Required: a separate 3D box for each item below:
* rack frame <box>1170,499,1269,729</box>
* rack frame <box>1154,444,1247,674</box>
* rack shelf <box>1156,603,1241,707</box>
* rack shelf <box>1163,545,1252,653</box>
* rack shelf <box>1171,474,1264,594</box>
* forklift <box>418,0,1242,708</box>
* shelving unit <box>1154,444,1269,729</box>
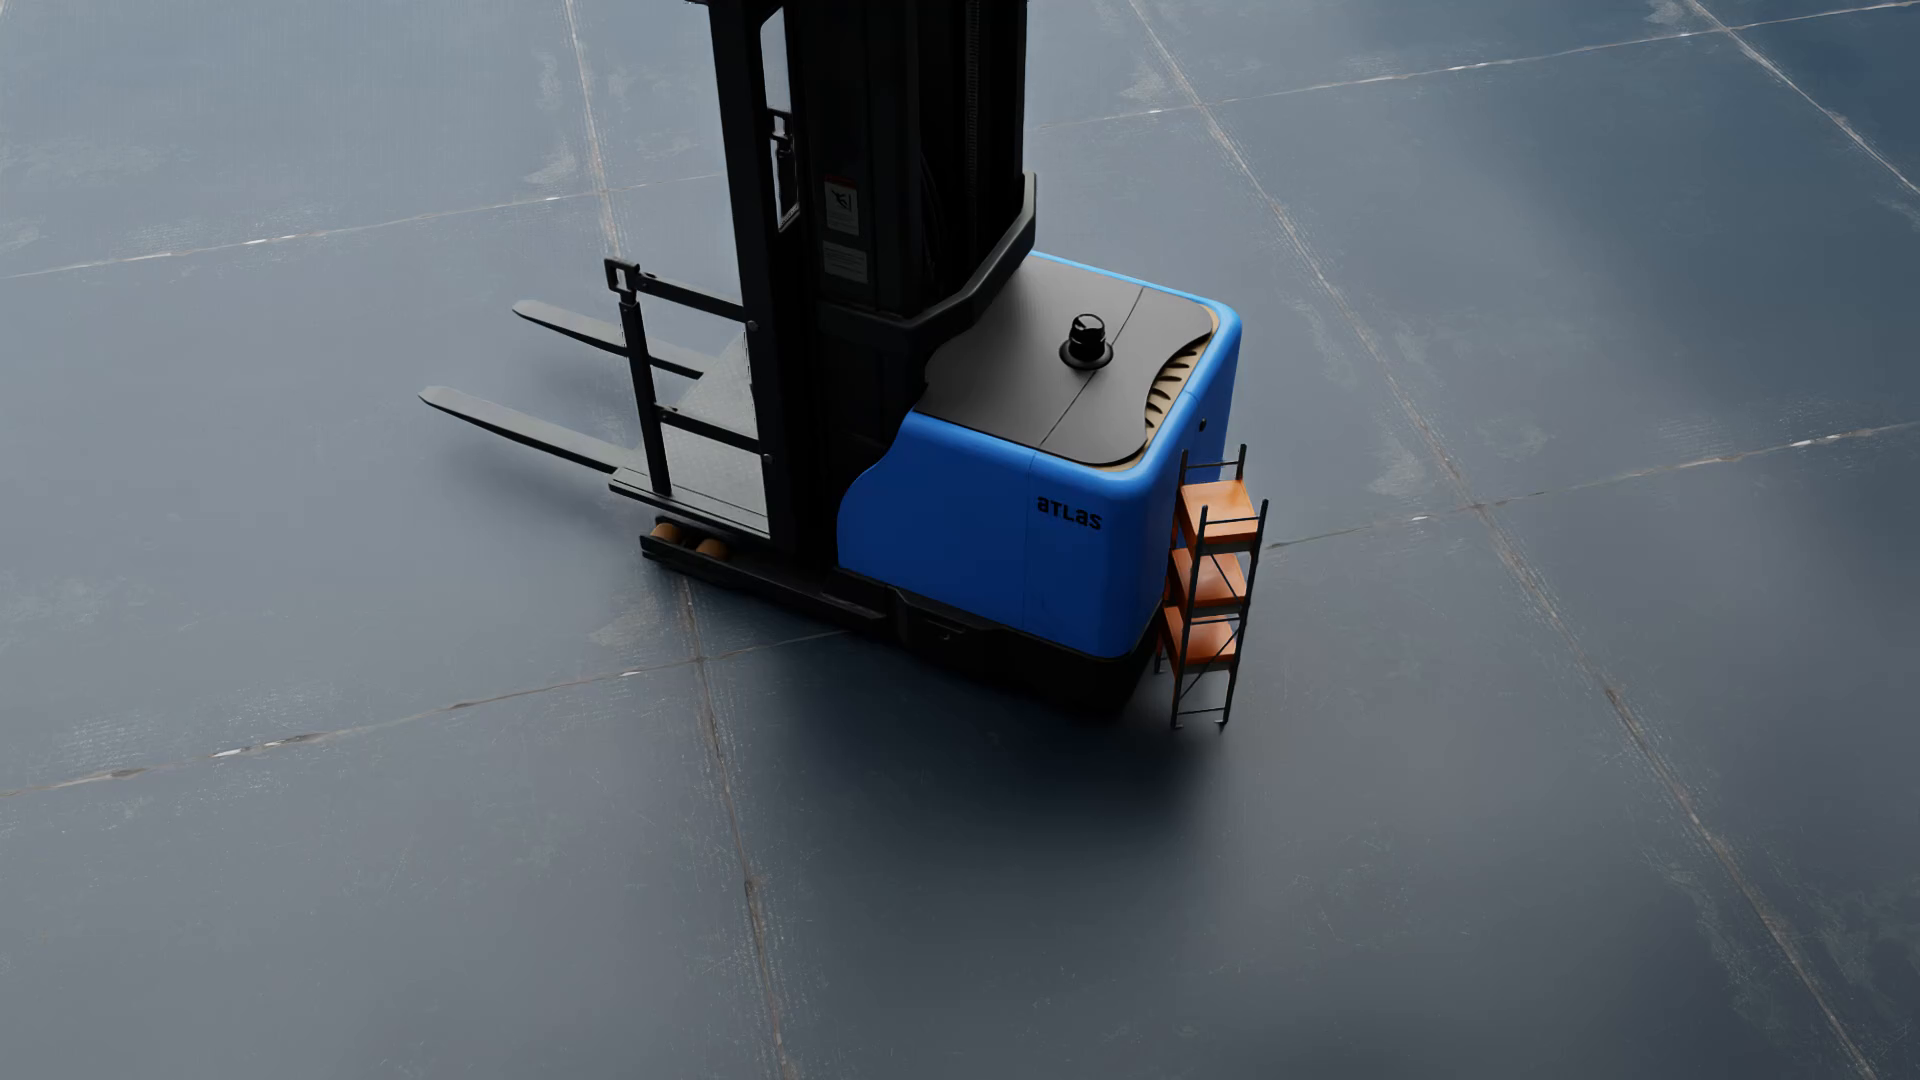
[{"bbox_3d":[0.810,0.258,5.262,0.200,1.050,0.008,-6,46,-6],"label":"rack frame"},{"bbox_3d":[0.775,0.086,5.431,0.200,1.050,0.008,-6,46,-6],"label":"rack frame"},{"bbox_3d":[0.792,0.374,5.552,0.215,0.259,0.240,-6,46,-6],"label":"rack shelf"},{"bbox_3d":[0.792,0.180,5.354,0.215,0.259,0.240,-6,46,-6],"label":"rack shelf"},{"bbox_3d":[0.792,-0.019,5.151,0.215,0.259,0.240,-6,46,-6],"label":"rack shelf"},{"bbox_3d":[-0.608,-1.187,5.361,3.031,2.935,1.130,19,48,17],"label":"forklift"},{"bbox_3d":[0.792,0.172,5.346,0.215,1.050,0.252,-6,46,-6],"label":"shelving unit"}]
